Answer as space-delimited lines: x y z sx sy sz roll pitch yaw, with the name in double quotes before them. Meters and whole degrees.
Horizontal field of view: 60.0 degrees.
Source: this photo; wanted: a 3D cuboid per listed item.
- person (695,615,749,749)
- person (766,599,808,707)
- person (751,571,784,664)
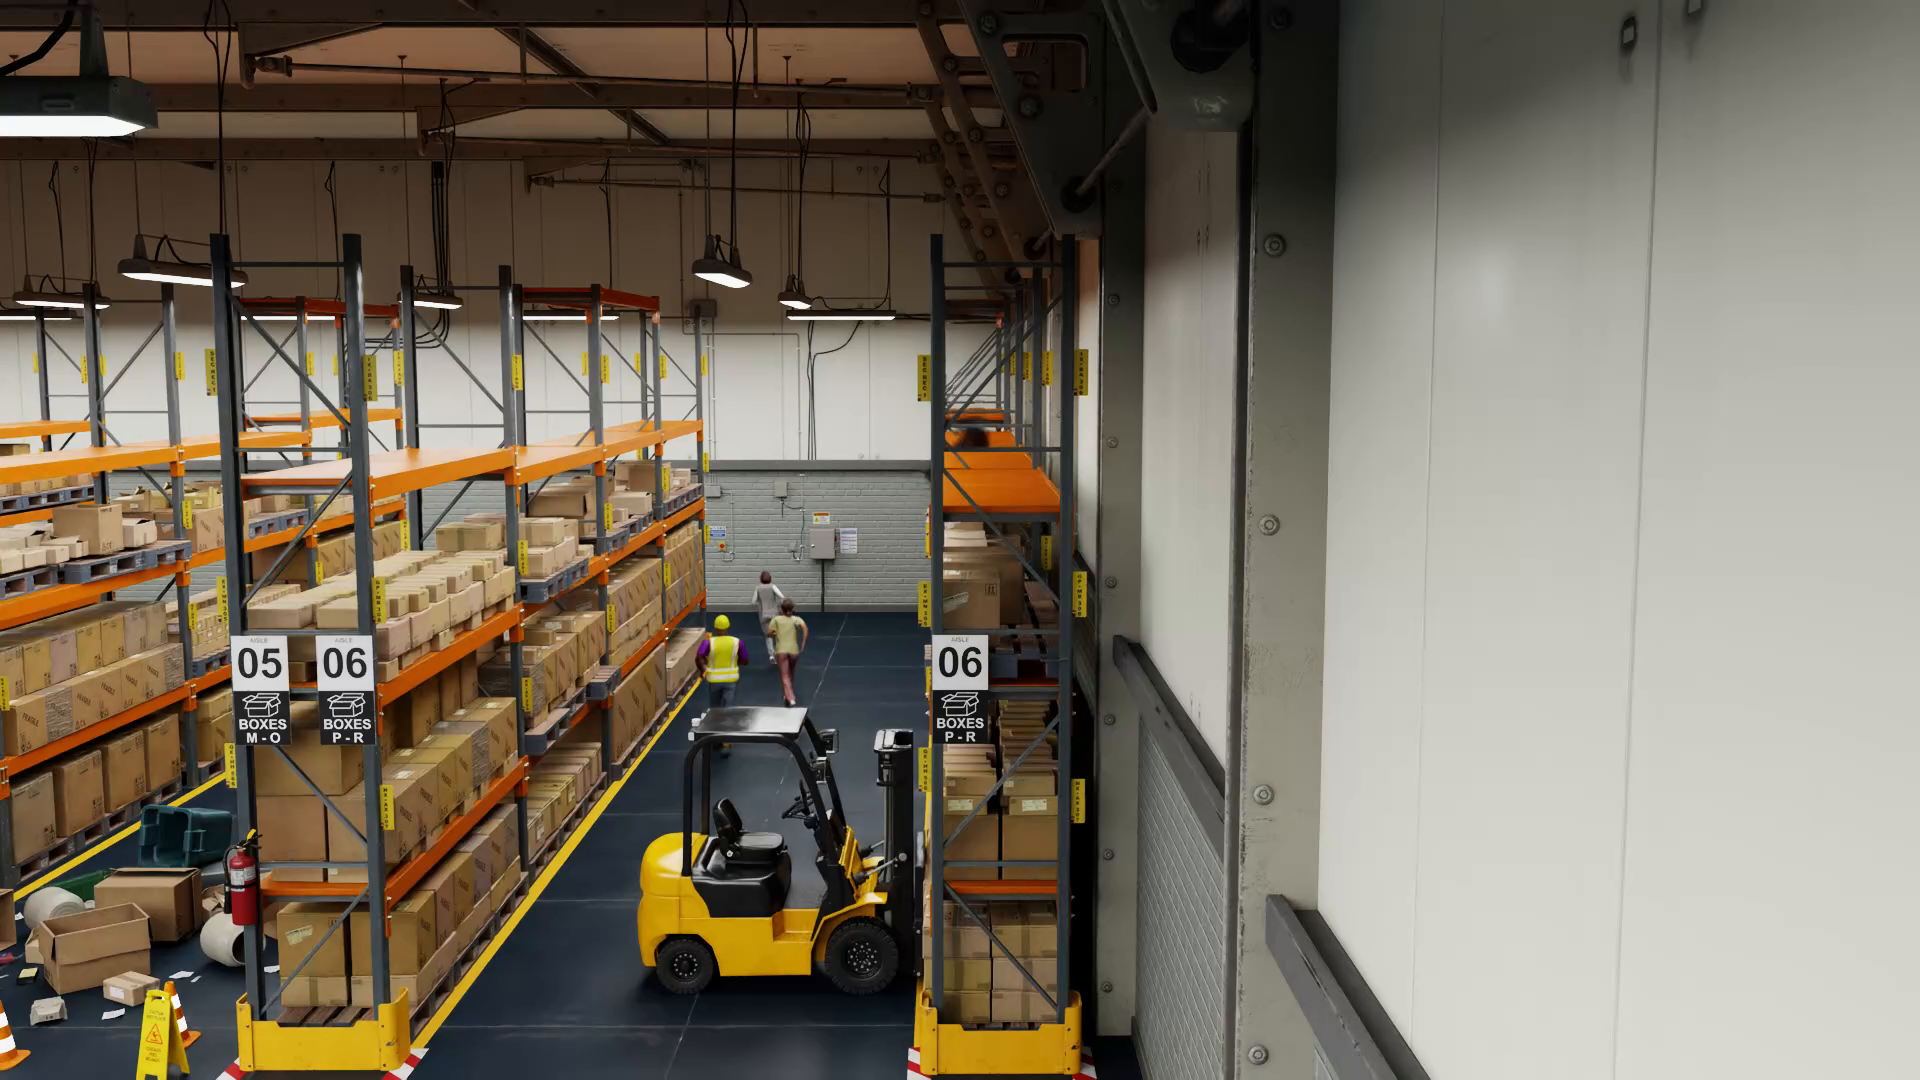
"person" -3.099 1.885 21.735 0.677 1.822 0.738 -1 6 -5
"person" -2.479 1.711 23.955 0.580 1.670 1.062 -2 7 -15
"person" -3.200 1.326 27.714 0.561 1.611 0.864 -1 6 -5
